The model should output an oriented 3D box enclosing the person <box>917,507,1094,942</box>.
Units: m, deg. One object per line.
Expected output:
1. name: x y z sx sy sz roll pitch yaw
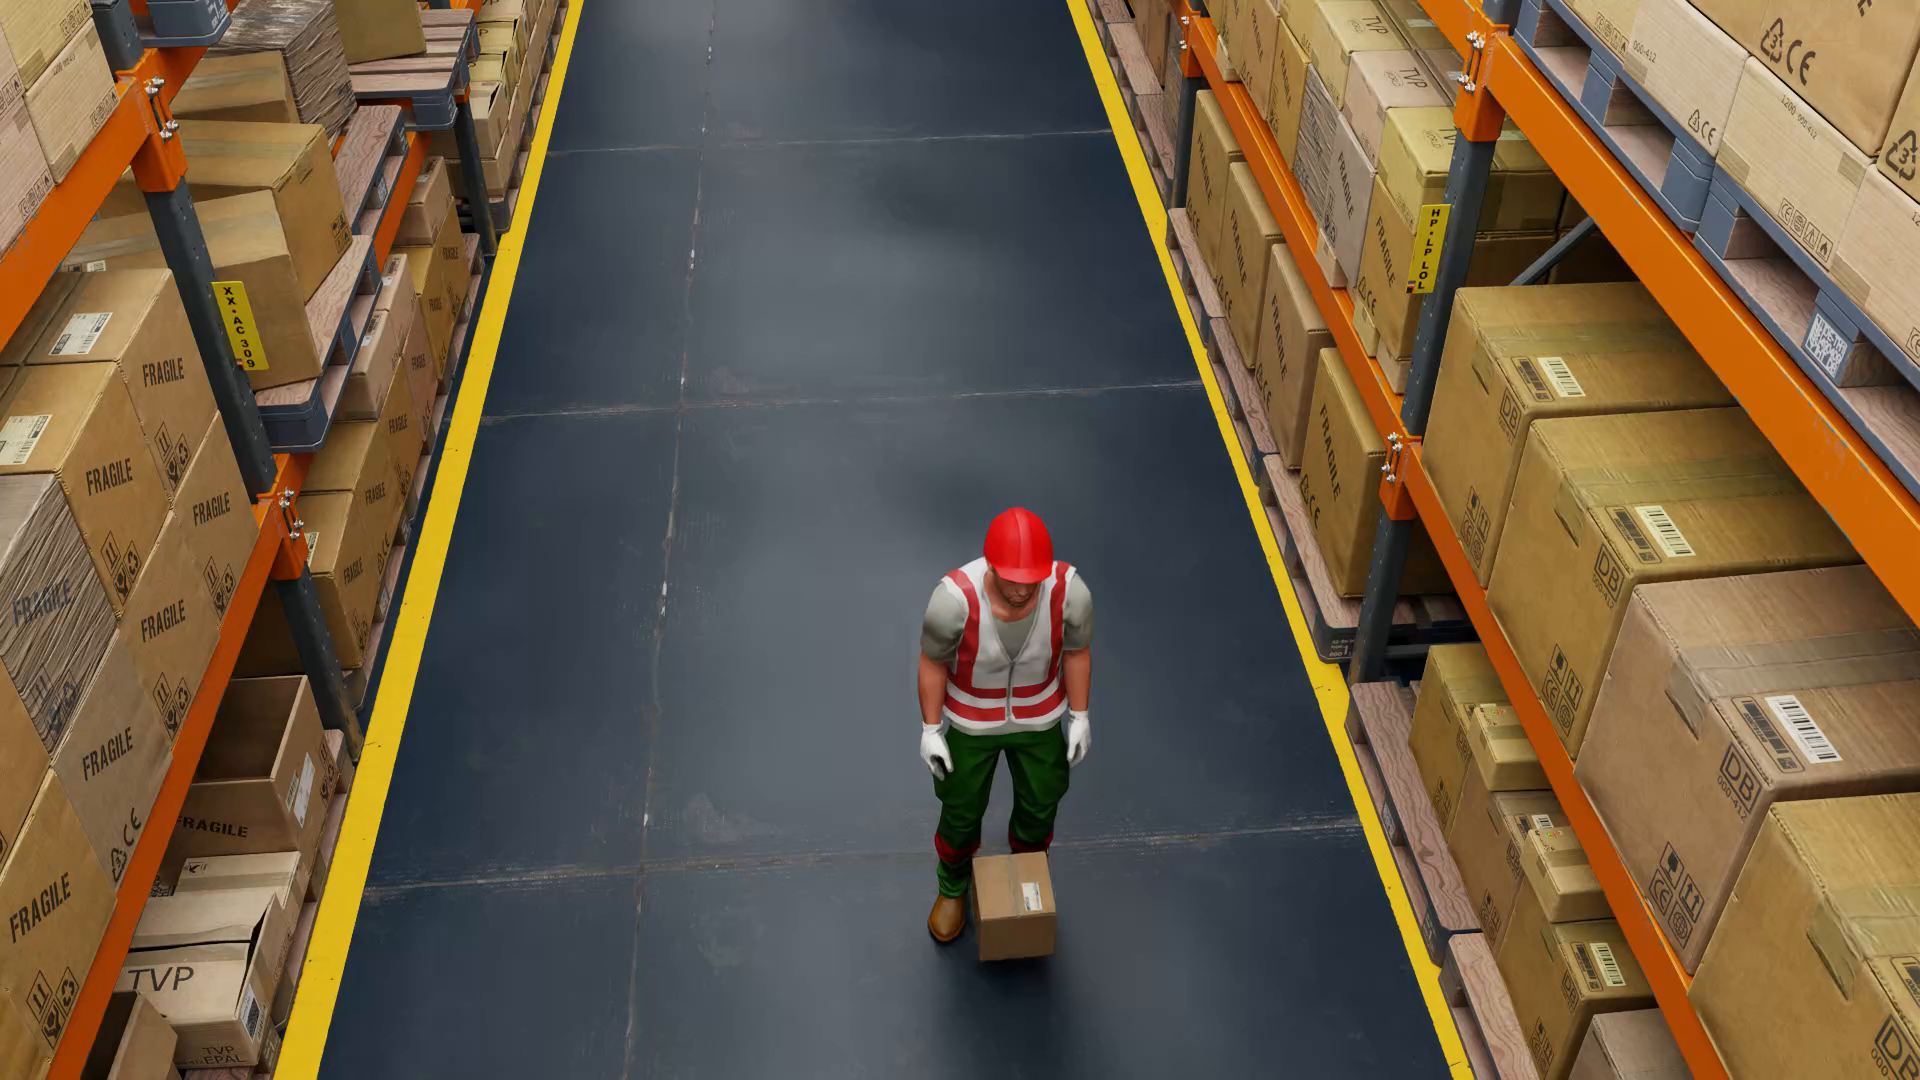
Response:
1. person: 0.145 0.595 5.400 0.568 1.781 0.435 -4 39 -5
